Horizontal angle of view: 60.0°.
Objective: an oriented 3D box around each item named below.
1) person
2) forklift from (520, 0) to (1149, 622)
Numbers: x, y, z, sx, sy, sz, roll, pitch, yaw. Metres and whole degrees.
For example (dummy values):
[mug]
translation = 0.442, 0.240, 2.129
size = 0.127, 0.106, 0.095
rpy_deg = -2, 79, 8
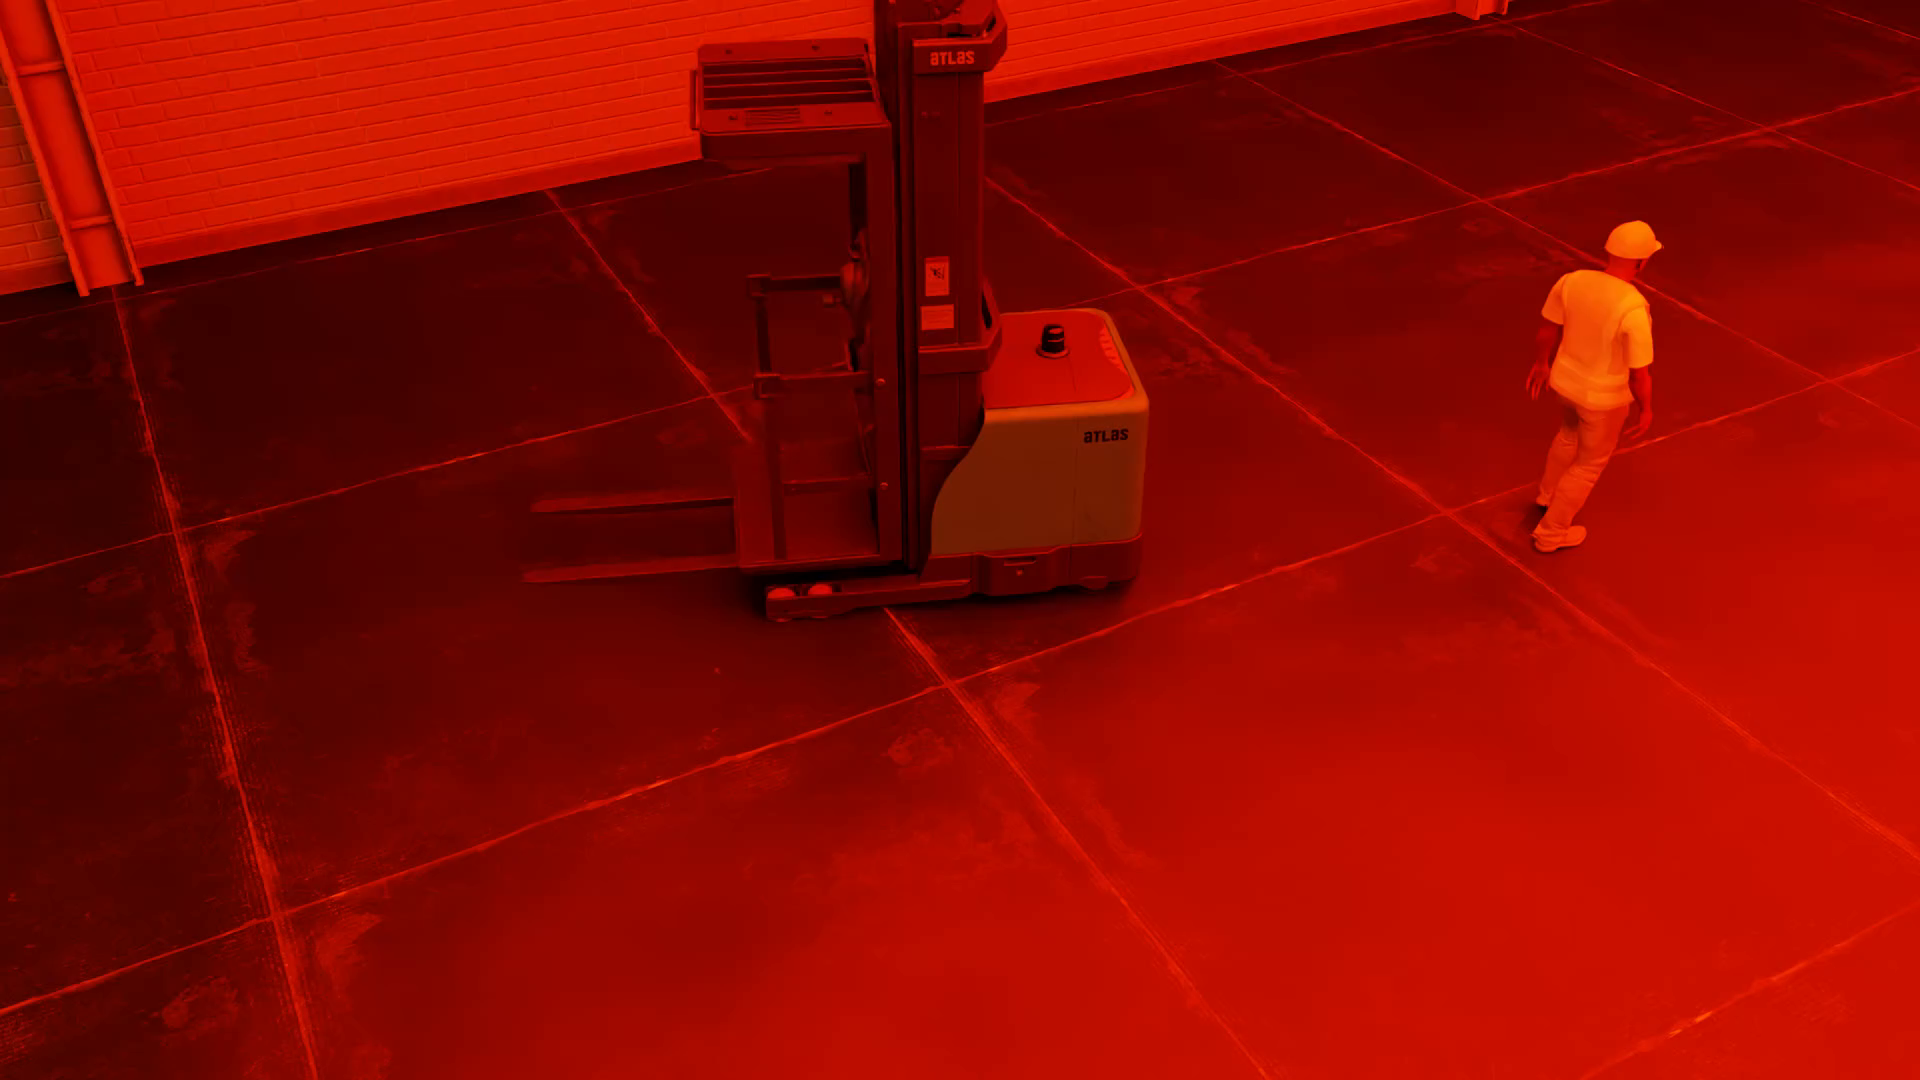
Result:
[person]
translation = 3.173, -0.743, 8.257
size = 0.557, 1.806, 0.666
rpy_deg = -16, 38, -22
[forklift]
translation = -0.659, -1.123, 7.712
size = 3.031, 2.935, 1.130
rpy_deg = -5, 36, -6
